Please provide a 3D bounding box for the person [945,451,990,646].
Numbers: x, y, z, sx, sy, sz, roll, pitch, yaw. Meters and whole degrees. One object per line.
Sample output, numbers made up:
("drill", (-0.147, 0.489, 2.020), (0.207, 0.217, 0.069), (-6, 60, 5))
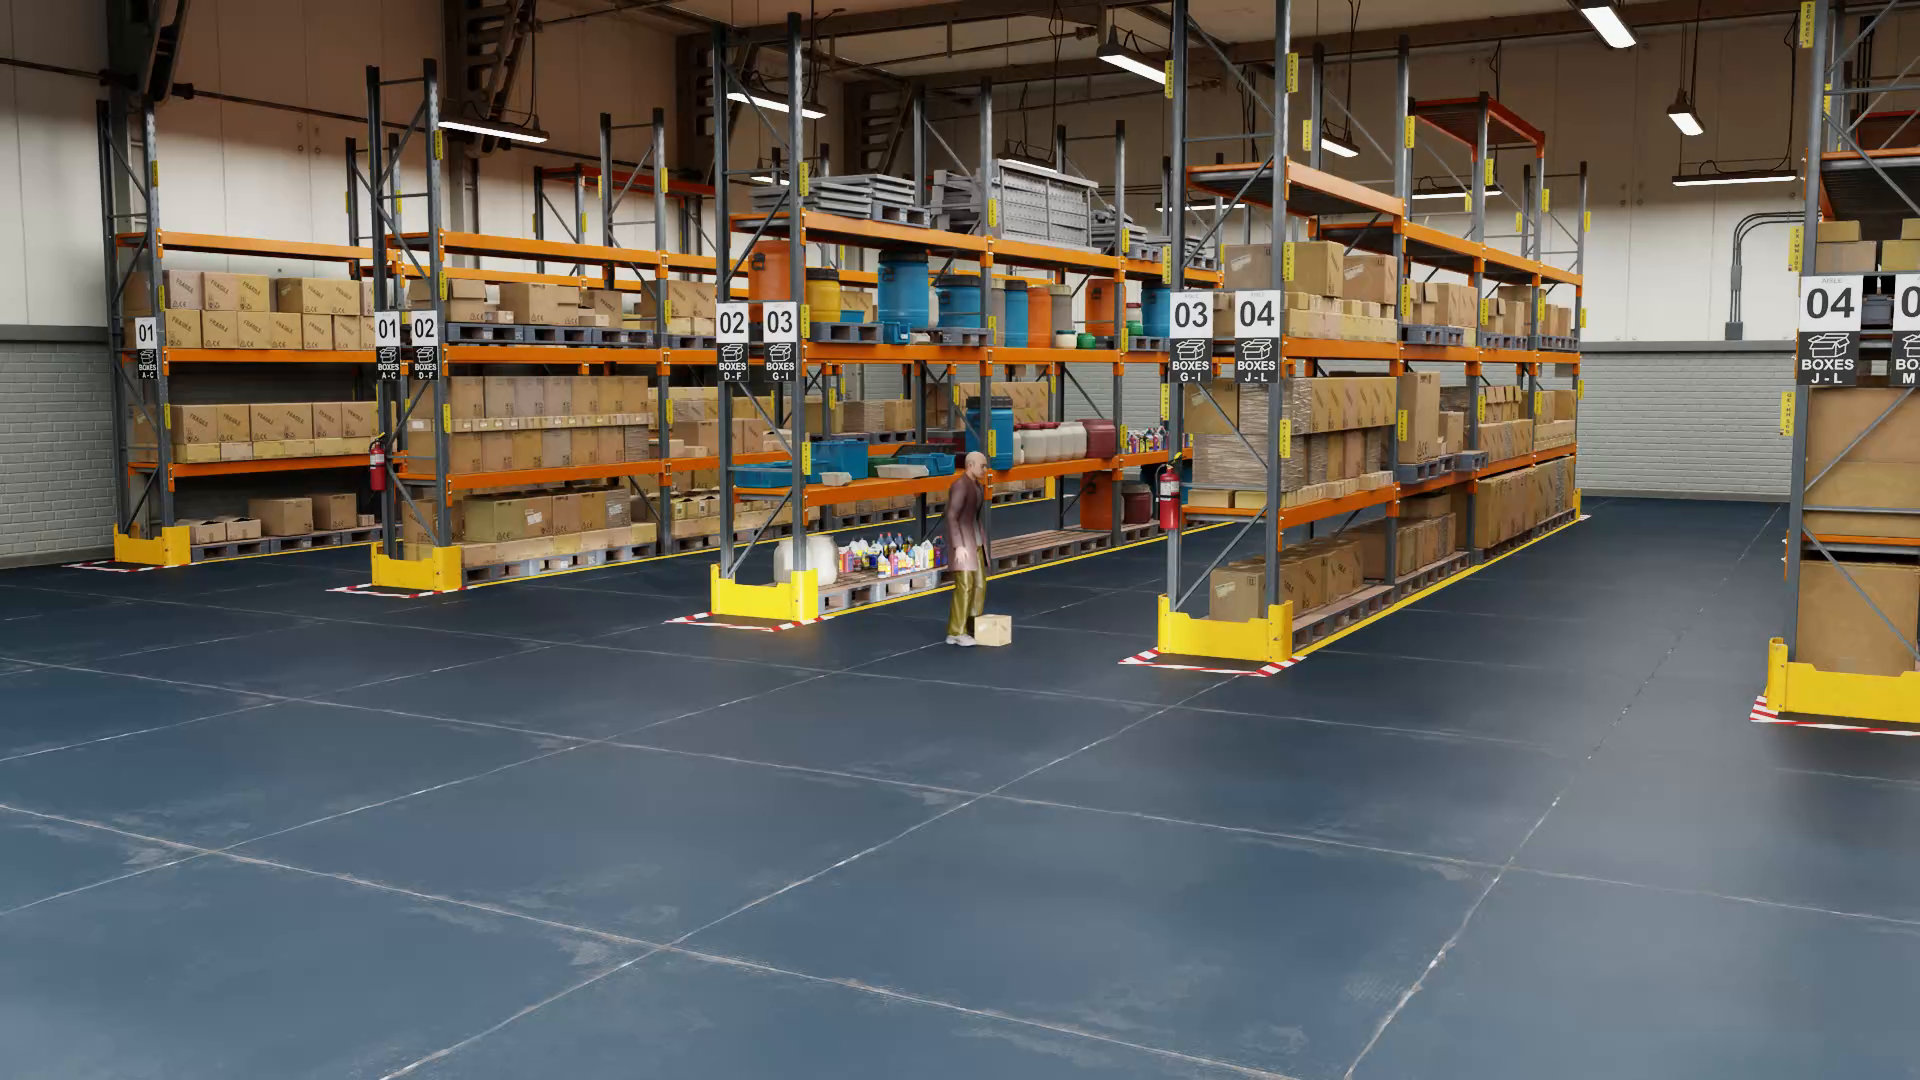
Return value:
("person", (0.088, 0.064, 15.438), (0.429, 1.772, 0.650), (3, 6, 25))
